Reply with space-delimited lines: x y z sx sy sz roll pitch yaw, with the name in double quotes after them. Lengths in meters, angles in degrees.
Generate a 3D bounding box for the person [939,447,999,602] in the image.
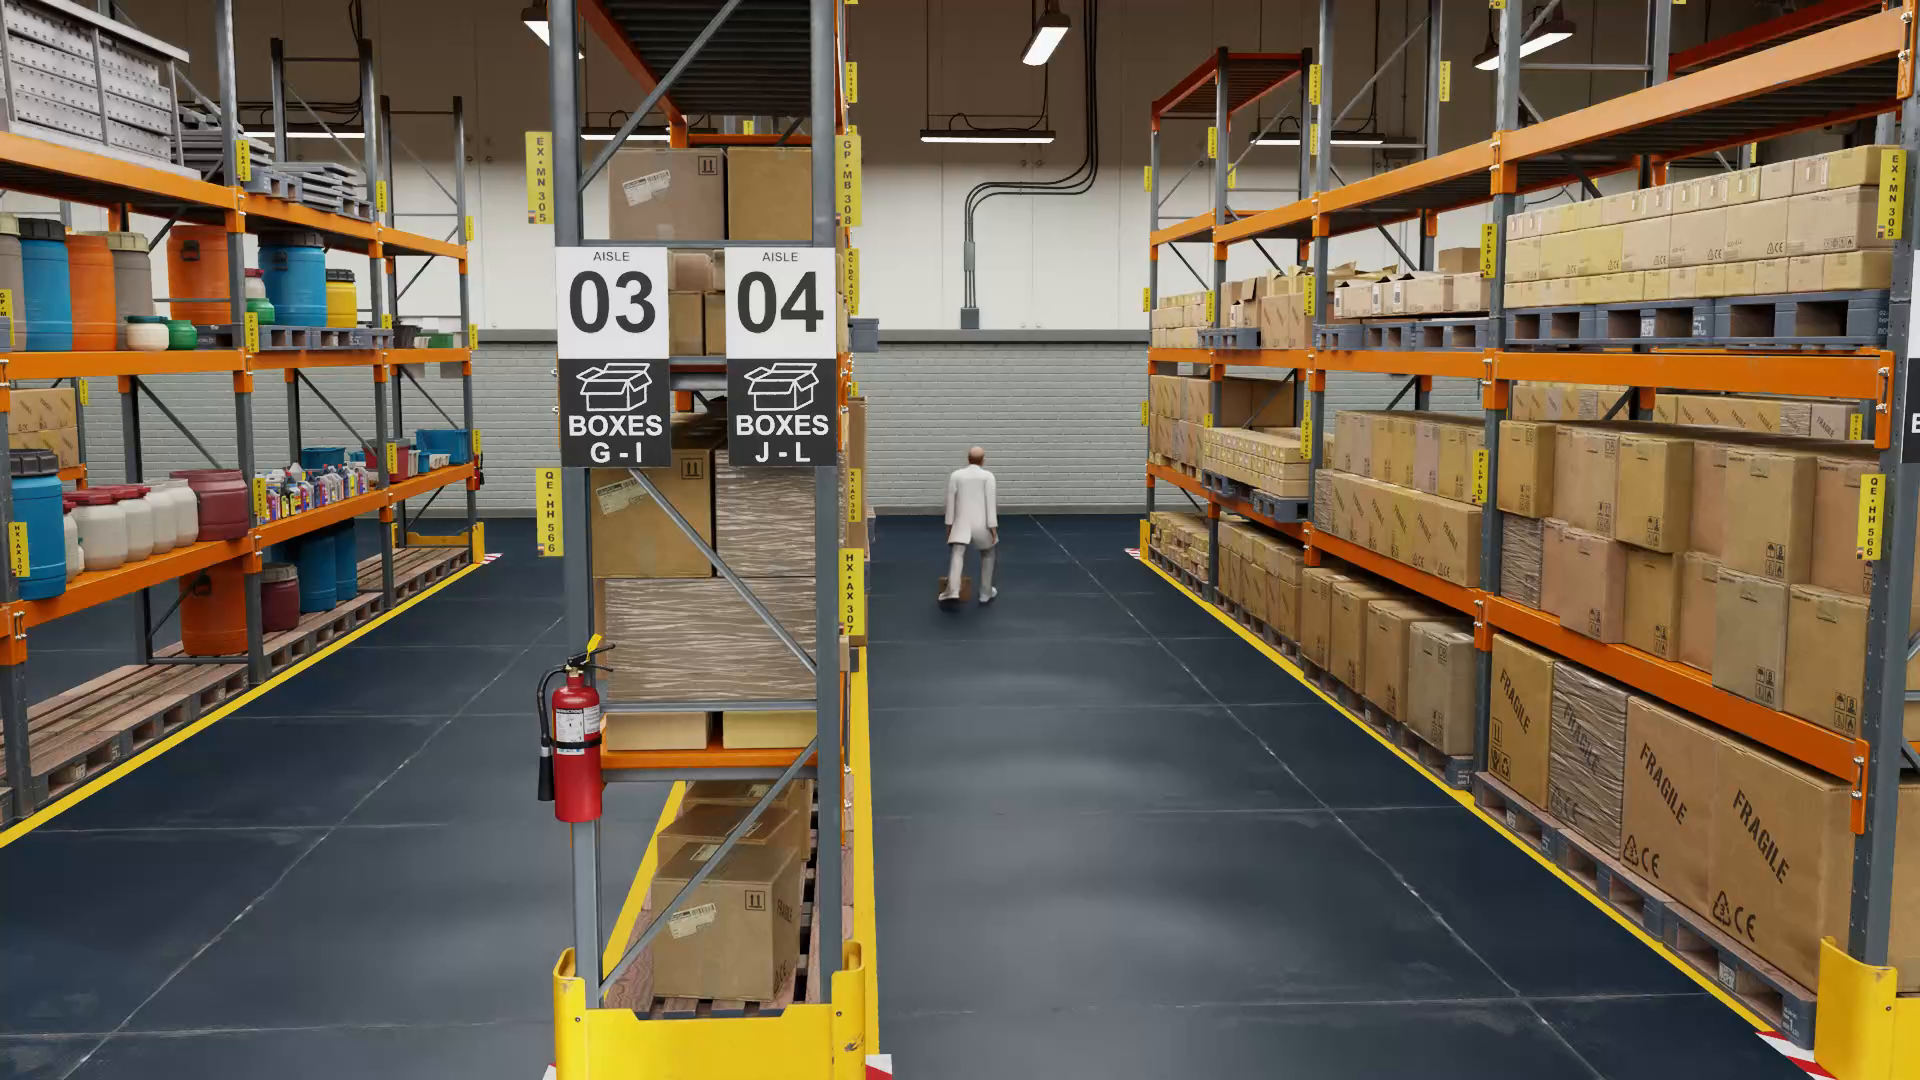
0.115 -0.158 18.261 0.627 1.718 1.022 1 7 13 "person"
